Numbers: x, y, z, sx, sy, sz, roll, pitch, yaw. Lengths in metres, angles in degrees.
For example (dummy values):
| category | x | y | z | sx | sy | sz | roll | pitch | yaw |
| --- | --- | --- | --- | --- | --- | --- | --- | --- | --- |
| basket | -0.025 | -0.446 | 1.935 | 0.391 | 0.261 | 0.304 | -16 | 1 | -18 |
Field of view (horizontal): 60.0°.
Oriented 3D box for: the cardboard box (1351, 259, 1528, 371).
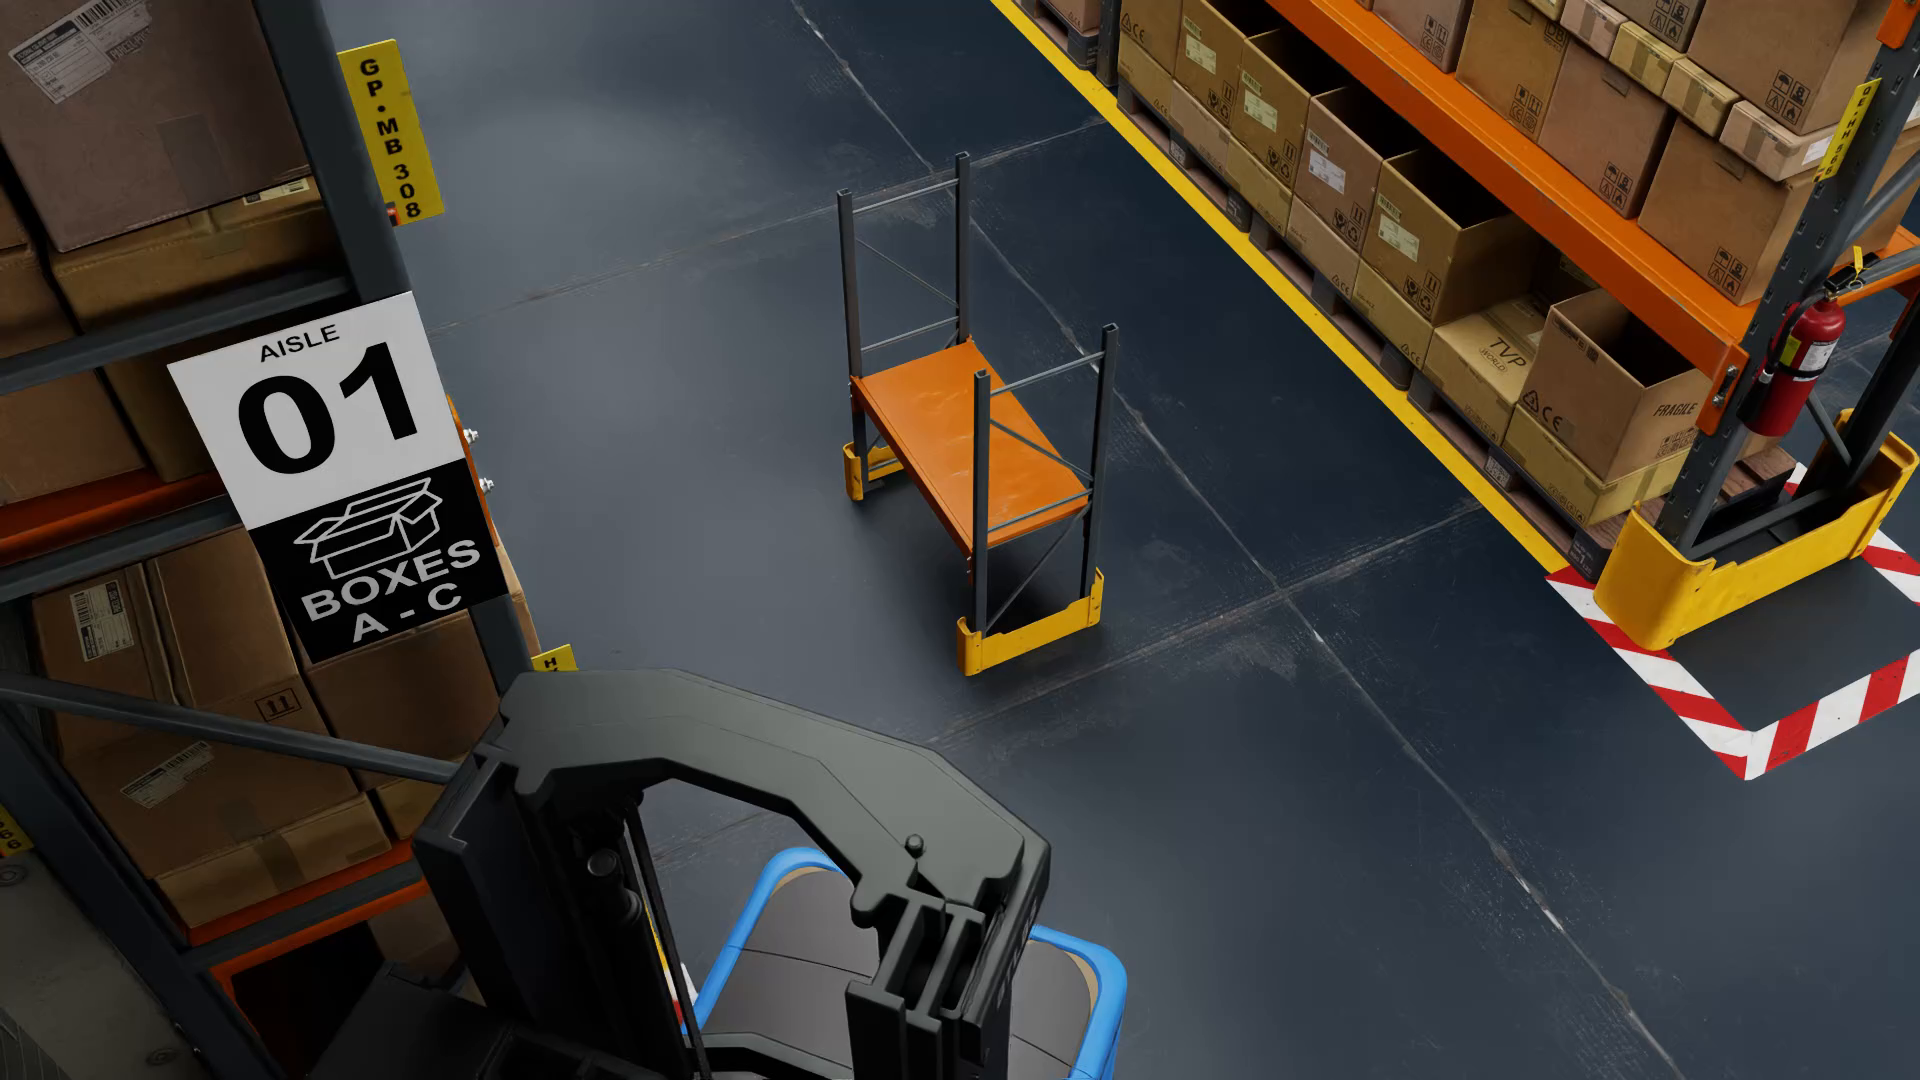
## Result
| category | x | y | z | sx | sy | sz | roll | pitch | yaw |
| --- | --- | --- | --- | --- | --- | --- | --- | --- | --- |
| cardboard box | 2.040 | -1.038 | 7.106 | 0.500 | 0.250 | 0.500 | -21 | 52 | -18 |

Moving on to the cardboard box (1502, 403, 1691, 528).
| category | x | y | z | sx | sy | sz | roll | pitch | yaw |
| --- | --- | --- | --- | --- | --- | --- | --- | --- | --- |
| cardboard box | 2.510 | -0.374 | 6.524 | 0.500 | 0.250 | 0.500 | -21 | 52 | -18 |

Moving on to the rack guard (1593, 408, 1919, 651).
| category | x | y | z | sx | sy | sz | roll | pitch | yaw |
| --- | --- | --- | --- | --- | --- | --- | --- | --- | --- |
| rack guard | 3.029 | -0.044 | 6.349 | 1.175 | 0.500 | 0.348 | -21 | 52 | -18 |

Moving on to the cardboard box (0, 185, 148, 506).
| category | x | y | z | sx | sy | sz | roll | pitch | yaw |
| --- | --- | --- | --- | --- | --- | --- | --- | --- | --- |
| cardboard box | -1.801 | -0.394 | 2.922 | 0.500 | 0.500 | 0.500 | -18 | 51 | -15 |

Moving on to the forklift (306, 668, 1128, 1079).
| category | x | y | z | sx | sy | sz | roll | pitch | yaw |
| --- | --- | --- | --- | --- | --- | --- | --- | --- | --- |
| forklift | -0.549 | 1.724 | 3.188 | 1.130 | 2.935 | 3.031 | 16 | 51 | 13 |

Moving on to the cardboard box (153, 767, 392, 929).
| category | x | y | z | sx | sy | sz | roll | pitch | yaw |
| --- | --- | --- | --- | --- | --- | --- | --- | --- | --- |
| cardboard box | -1.771 | 0.622 | 4.192 | 0.500 | 0.250 | 0.500 | -20 | 52 | -17 |

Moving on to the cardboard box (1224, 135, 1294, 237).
| category | x | y | z | sx | sy | sz | roll | pitch | yaw |
| --- | --- | --- | --- | --- | --- | --- | --- | --- | --- |
| cardboard box | 1.579 | -1.706 | 7.690 | 0.500 | 0.250 | 0.500 | -21 | 52 | -18 |

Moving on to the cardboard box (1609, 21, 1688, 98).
| category | x | y | z | sx | sy | sz | roll | pitch | yaw |
| --- | --- | --- | --- | --- | --- | --- | --- | --- | --- |
| cardboard box | 2.436 | -1.666 | 5.609 | 0.380 | 0.149 | 0.250 | -22 | 52 | -18 |

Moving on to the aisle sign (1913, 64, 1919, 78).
| category | x | y | z | sx | sy | sz | roll | pitch | yaw |
| --- | --- | --- | --- | --- | --- | --- | --- | --- | --- |
| aisle sign | 2.787 | -1.594 | 4.317 | 0.394 | 0.787 | 0.004 | -21 | 52 | -18 |

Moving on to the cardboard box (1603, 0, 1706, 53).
| category | x | y | z | sx | sy | sz | roll | pitch | yaw |
| --- | --- | --- | --- | --- | --- | --- | --- | --- | --- |
| cardboard box | 2.546 | -2.046 | 5.511 | 0.700 | 0.500 | 0.500 | -22 | 53 | -18 |

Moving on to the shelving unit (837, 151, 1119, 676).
| category | x | y | z | sx | sy | sz | roll | pitch | yaw |
| --- | --- | --- | --- | --- | --- | --- | --- | --- | --- |
| shelving unit | 0.035 | -0.443 | 6.033 | 0.587 | 1.500 | 1.083 | -21 | 52 | -18 |

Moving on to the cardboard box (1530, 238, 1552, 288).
| category | x | y | z | sx | sy | sz | roll | pitch | yaw |
| --- | --- | --- | --- | --- | --- | --- | --- | --- | --- |
| cardboard box | 2.500 | -1.463 | 6.979 | 0.500 | 0.500 | 0.500 | -21 | 52 | -18 |

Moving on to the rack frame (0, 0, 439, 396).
| category | x | y | z | sx | sy | sz | roll | pitch | yaw |
| --- | --- | --- | --- | --- | --- | --- | --- | --- | --- |
| rack frame | -1.385 | -1.150 | 1.670 | 1.000 | 3.000 | 0.127 | -21 | 52 | -18 |

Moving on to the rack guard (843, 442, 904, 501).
| category | x | y | z | sx | sy | sz | roll | pitch | yaw |
| --- | --- | --- | --- | --- | --- | --- | --- | --- | --- |
| rack guard | -0.193 | -0.365 | 6.795 | 0.587 | 0.250 | 0.087 | -21 | 52 | -18 |

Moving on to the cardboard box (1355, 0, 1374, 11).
| category | x | y | z | sx | sy | sz | roll | pitch | yaw |
| --- | --- | --- | --- | --- | --- | --- | --- | --- | --- |
| cardboard box | 1.870 | -2.611 | 6.867 | 0.700 | 0.500 | 0.500 | -20 | 52 | -17 |

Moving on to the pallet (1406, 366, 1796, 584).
| category | x | y | z | sx | sy | sz | roll | pitch | yaw |
| --- | --- | --- | --- | --- | --- | --- | --- | --- | --- |
| pallet | 2.631 | -0.463 | 6.907 | 1.003 | 0.211 | 1.213 | -21 | 52 | -18 |

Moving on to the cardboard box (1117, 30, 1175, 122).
| category | x | y | z | sx | sy | sz | roll | pitch | yaw |
| --- | --- | --- | --- | --- | --- | --- | --- | --- | --- |
| cardboard box | 1.130 | -2.379 | 8.278 | 0.500 | 0.250 | 0.500 | -21 | 52 | -18 |

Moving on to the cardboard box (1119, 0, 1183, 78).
| category | x | y | z | sx | sy | sz | roll | pitch | yaw |
| --- | --- | --- | --- | --- | --- | --- | --- | --- | --- |
| cardboard box | 1.121 | -2.622 | 7.993 | 0.500 | 0.500 | 0.500 | -21 | 52 | -18 |

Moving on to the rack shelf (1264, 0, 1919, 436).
| category | x | y | z | sx | sy | sz | roll | pitch | yaw |
| --- | --- | --- | --- | --- | --- | --- | --- | --- | --- |
| rack shelf | 2.103 | -1.985 | 6.864 | 1.077 | 0.370 | 4.000 | -21 | 52 | -18 |

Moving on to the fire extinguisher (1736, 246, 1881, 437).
| category | x | y | z | sx | sy | sz | roll | pitch | yaw |
| --- | --- | --- | --- | --- | --- | --- | --- | --- | --- |
| fire extinguisher | 2.659 | -0.619 | 5.242 | 0.296 | 0.674 | 0.183 | -21 | 52 | -18 |

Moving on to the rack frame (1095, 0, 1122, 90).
| category | x | y | z | sx | sy | sz | roll | pitch | yaw |
| --- | --- | --- | --- | --- | --- | --- | --- | --- | --- |
| rack frame | 1.188 | -3.561 | 7.764 | 1.000 | 3.000 | 0.127 | -21 | 52 | -18 |

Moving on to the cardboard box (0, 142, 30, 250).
| category | x | y | z | sx | sy | sz | roll | pitch | yaw |
| --- | --- | --- | --- | --- | --- | --- | --- | --- | --- |
| cardboard box | -1.815 | -0.729 | 2.551 | 0.500 | 0.500 | 0.500 | -19 | 52 | -16 |

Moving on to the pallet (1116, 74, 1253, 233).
| category | x | y | z | sx | sy | sz | roll | pitch | yaw |
| --- | --- | --- | --- | --- | --- | --- | --- | --- | --- |
| pallet | 1.514 | -2.096 | 8.335 | 1.003 | 0.211 | 1.213 | -21 | 52 | -18 |

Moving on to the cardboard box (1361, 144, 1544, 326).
| category | x | y | z | sx | sy | sz | roll | pitch | yaw |
| --- | --- | --- | --- | --- | --- | --- | --- | --- | --- |
| cardboard box | 2.037 | -1.284 | 6.822 | 0.500 | 0.500 | 0.500 | -21 | 52 | -18 |

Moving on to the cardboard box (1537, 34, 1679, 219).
| category | x | y | z | sx | sy | sz | roll | pitch | yaw |
| --- | --- | --- | --- | --- | --- | --- | --- | --- | --- |
| cardboard box | 2.571 | -1.583 | 5.968 | 0.700 | 0.500 | 0.500 | -20 | 52 | -17 |

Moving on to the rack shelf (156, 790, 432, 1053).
| category | x | y | z | sx | sy | sz | roll | pitch | yaw |
| --- | --- | --- | --- | --- | --- | --- | --- | --- | --- |
| rack shelf | -2.300 | -0.276 | 5.369 | 1.077 | 0.370 | 4.000 | -21 | 52 | -18 |

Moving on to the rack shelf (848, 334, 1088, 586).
| category | x | y | z | sx | sy | sz | roll | pitch | yaw |
| --- | --- | --- | --- | --- | --- | --- | --- | --- | --- |
| rack shelf | 0.039 | -0.318 | 6.164 | 0.538 | 0.185 | 1.000 | -21 | 52 | -18 |

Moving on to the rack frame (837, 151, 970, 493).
| category | x | y | z | sx | sy | sz | roll | pitch | yaw |
| --- | --- | --- | --- | --- | --- | --- | --- | --- | --- |
| rack frame | -0.194 | -0.777 | 6.326 | 0.500 | 1.500 | 0.032 | -21 | 52 | -18 |

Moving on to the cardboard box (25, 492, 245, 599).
| category | x | y | z | sx | sy | sz | roll | pitch | yaw |
| --- | --- | --- | --- | --- | --- | --- | --- | --- | --- |
| cardboard box | -2.011 | 0.039 | 4.204 | 0.500 | 0.500 | 0.500 | -21 | 52 | -17 |

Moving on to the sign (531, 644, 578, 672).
| category | x | y | z | sx | sy | sz | roll | pitch | yaw |
| --- | --- | --- | --- | --- | --- | --- | --- | --- | --- |
| sign | -0.902 | 0.353 | 3.766 | 0.100 | 0.325 | 0.005 | -21 | 52 | -18 |

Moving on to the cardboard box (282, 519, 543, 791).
| category | x | y | z | sx | sy | sz | roll | pitch | yaw |
| --- | --- | --- | --- | --- | --- | --- | --- | --- | --- |
| cardboard box | -1.336 | 0.198 | 4.065 | 0.500 | 0.500 | 0.500 | -21 | 52 | -17 |

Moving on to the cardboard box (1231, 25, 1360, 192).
| category | x | y | z | sx | sy | sz | roll | pitch | yaw |
| --- | --- | --- | --- | --- | --- | --- | --- | --- | --- |
| cardboard box | 1.579 | -1.953 | 7.408 | 0.500 | 0.500 | 0.500 | -21 | 52 | -18 |

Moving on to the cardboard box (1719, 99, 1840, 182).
| category | x | y | z | sx | sy | sz | roll | pitch | yaw |
| --- | --- | --- | --- | --- | --- | --- | --- | --- | --- |
| cardboard box | 2.674 | -1.320 | 5.307 | 0.380 | 0.149 | 0.250 | -22 | 52 | -18 |

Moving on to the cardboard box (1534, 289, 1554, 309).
| category | x | y | z | sx | sy | sz | roll | pitch | yaw |
| --- | --- | --- | --- | --- | --- | --- | --- | --- | --- |
| cardboard box | 2.738 | -0.885 | 6.972 | 0.500 | 0.250 | 0.500 | -21 | 52 | -18 |
